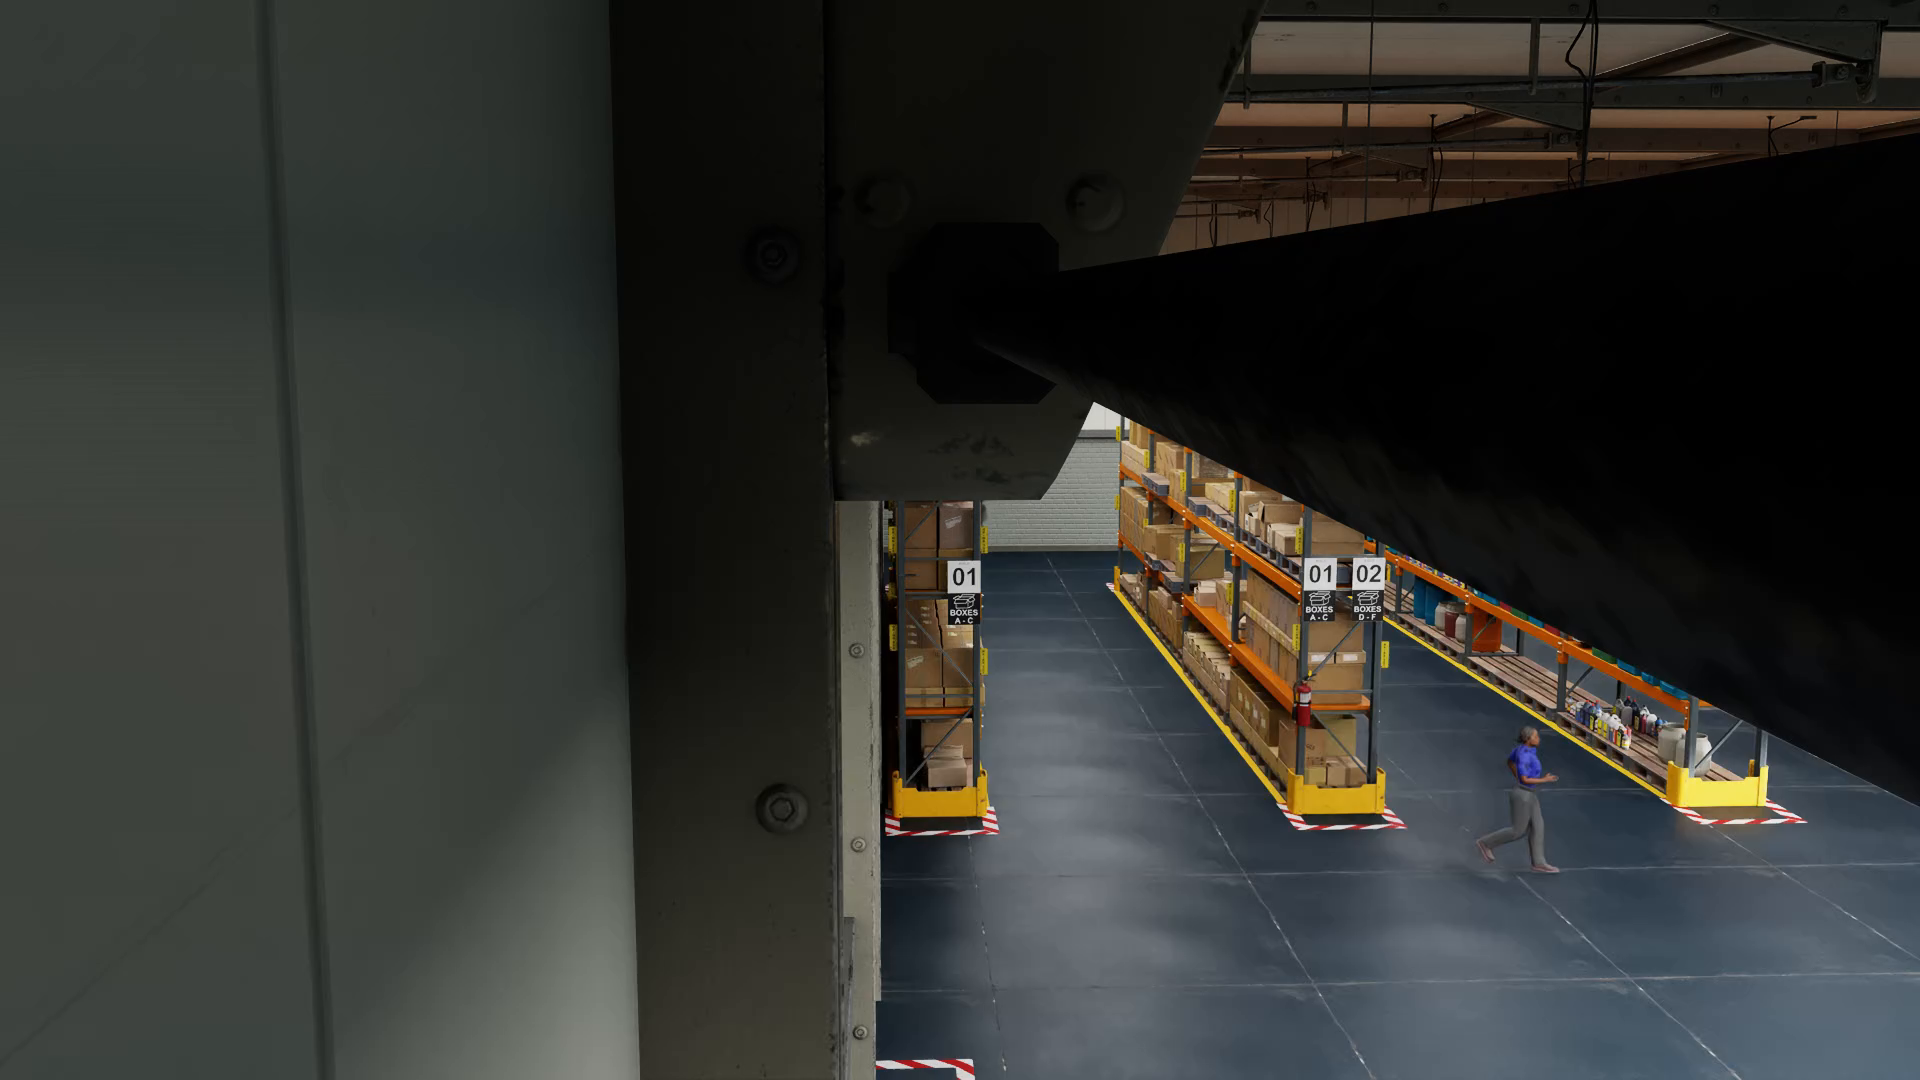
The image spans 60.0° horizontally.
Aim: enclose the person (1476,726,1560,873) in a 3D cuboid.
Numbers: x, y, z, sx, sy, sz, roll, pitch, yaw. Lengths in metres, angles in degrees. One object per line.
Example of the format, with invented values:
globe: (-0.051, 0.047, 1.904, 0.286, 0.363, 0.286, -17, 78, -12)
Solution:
person: (6.230, 2.858, 18.458, 0.891, 1.632, 0.580, 4, 9, 25)
